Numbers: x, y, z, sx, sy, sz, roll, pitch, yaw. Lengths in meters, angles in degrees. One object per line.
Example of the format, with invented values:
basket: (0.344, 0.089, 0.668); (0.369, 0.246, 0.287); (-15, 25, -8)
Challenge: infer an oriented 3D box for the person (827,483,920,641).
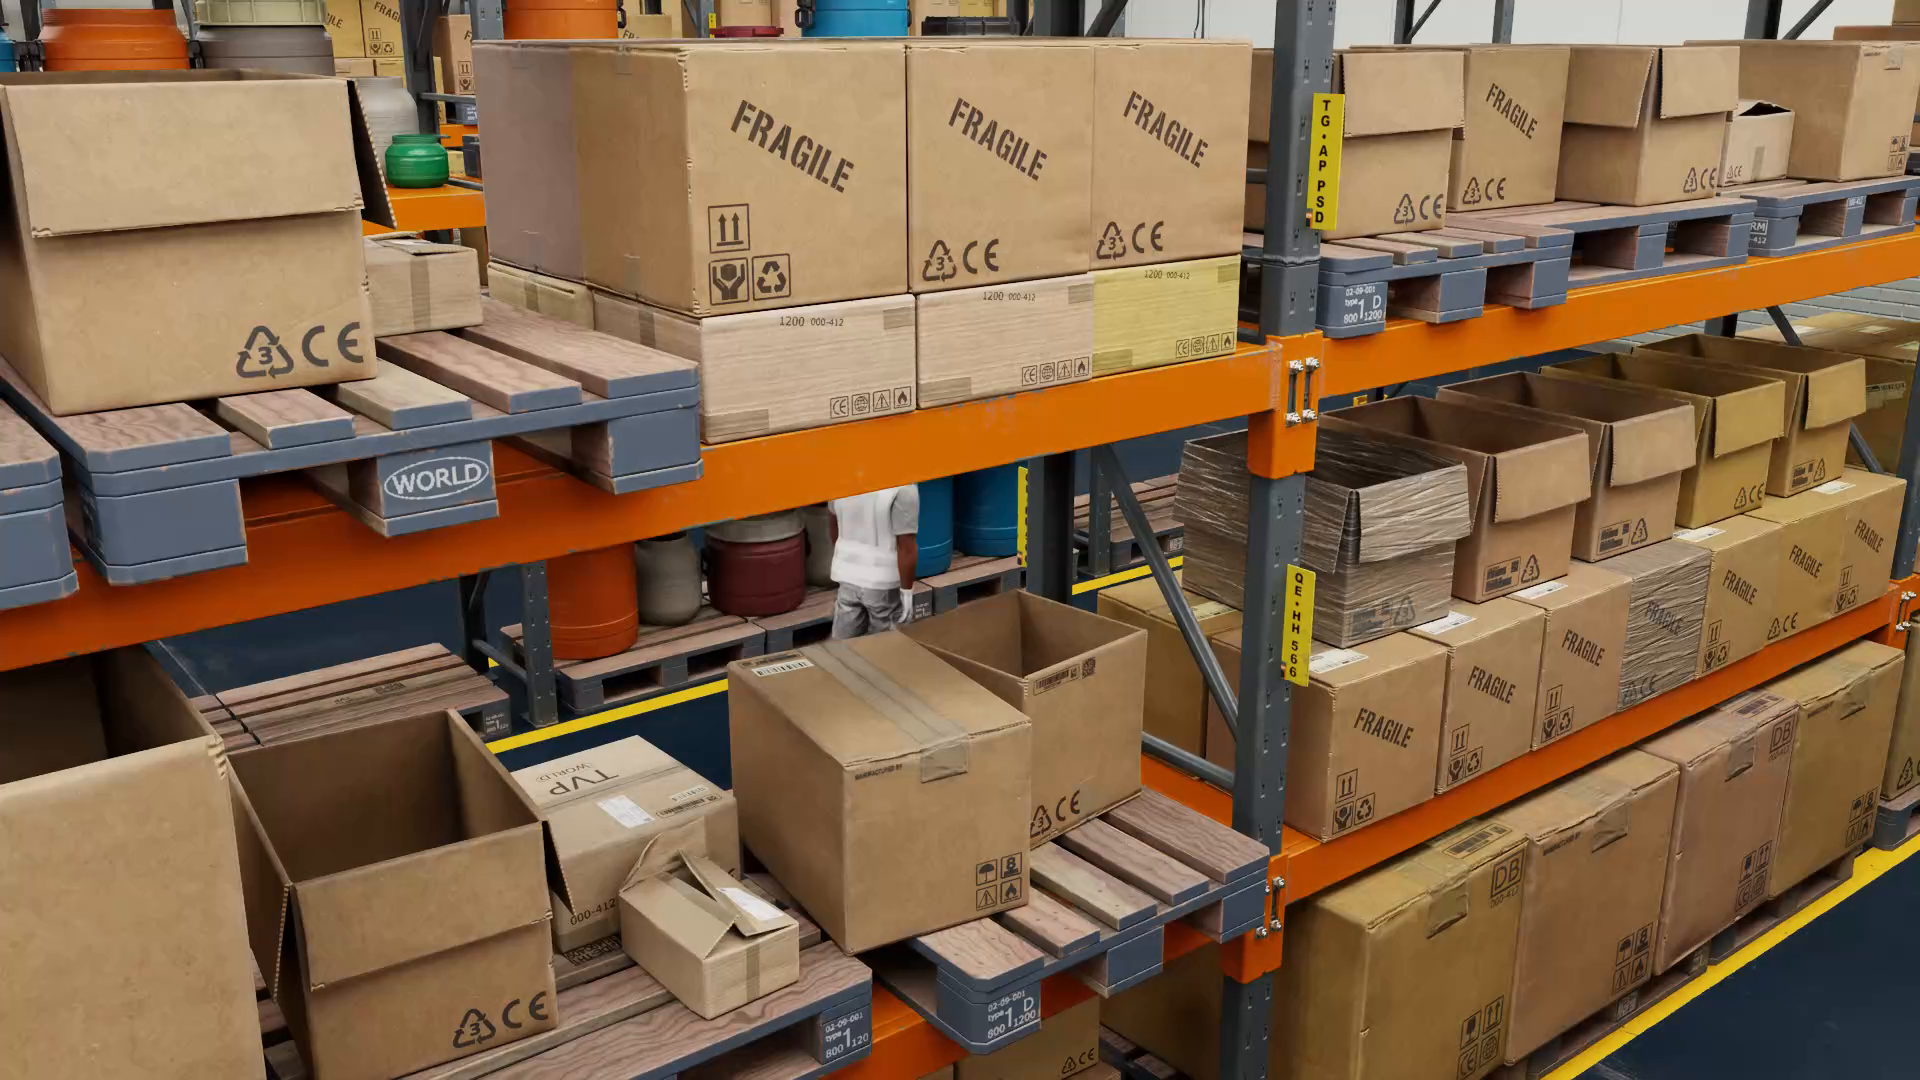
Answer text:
person: (-0.472, 0.203, 8.270); (0.558, 1.724, 0.599); (11, 21, 31)
